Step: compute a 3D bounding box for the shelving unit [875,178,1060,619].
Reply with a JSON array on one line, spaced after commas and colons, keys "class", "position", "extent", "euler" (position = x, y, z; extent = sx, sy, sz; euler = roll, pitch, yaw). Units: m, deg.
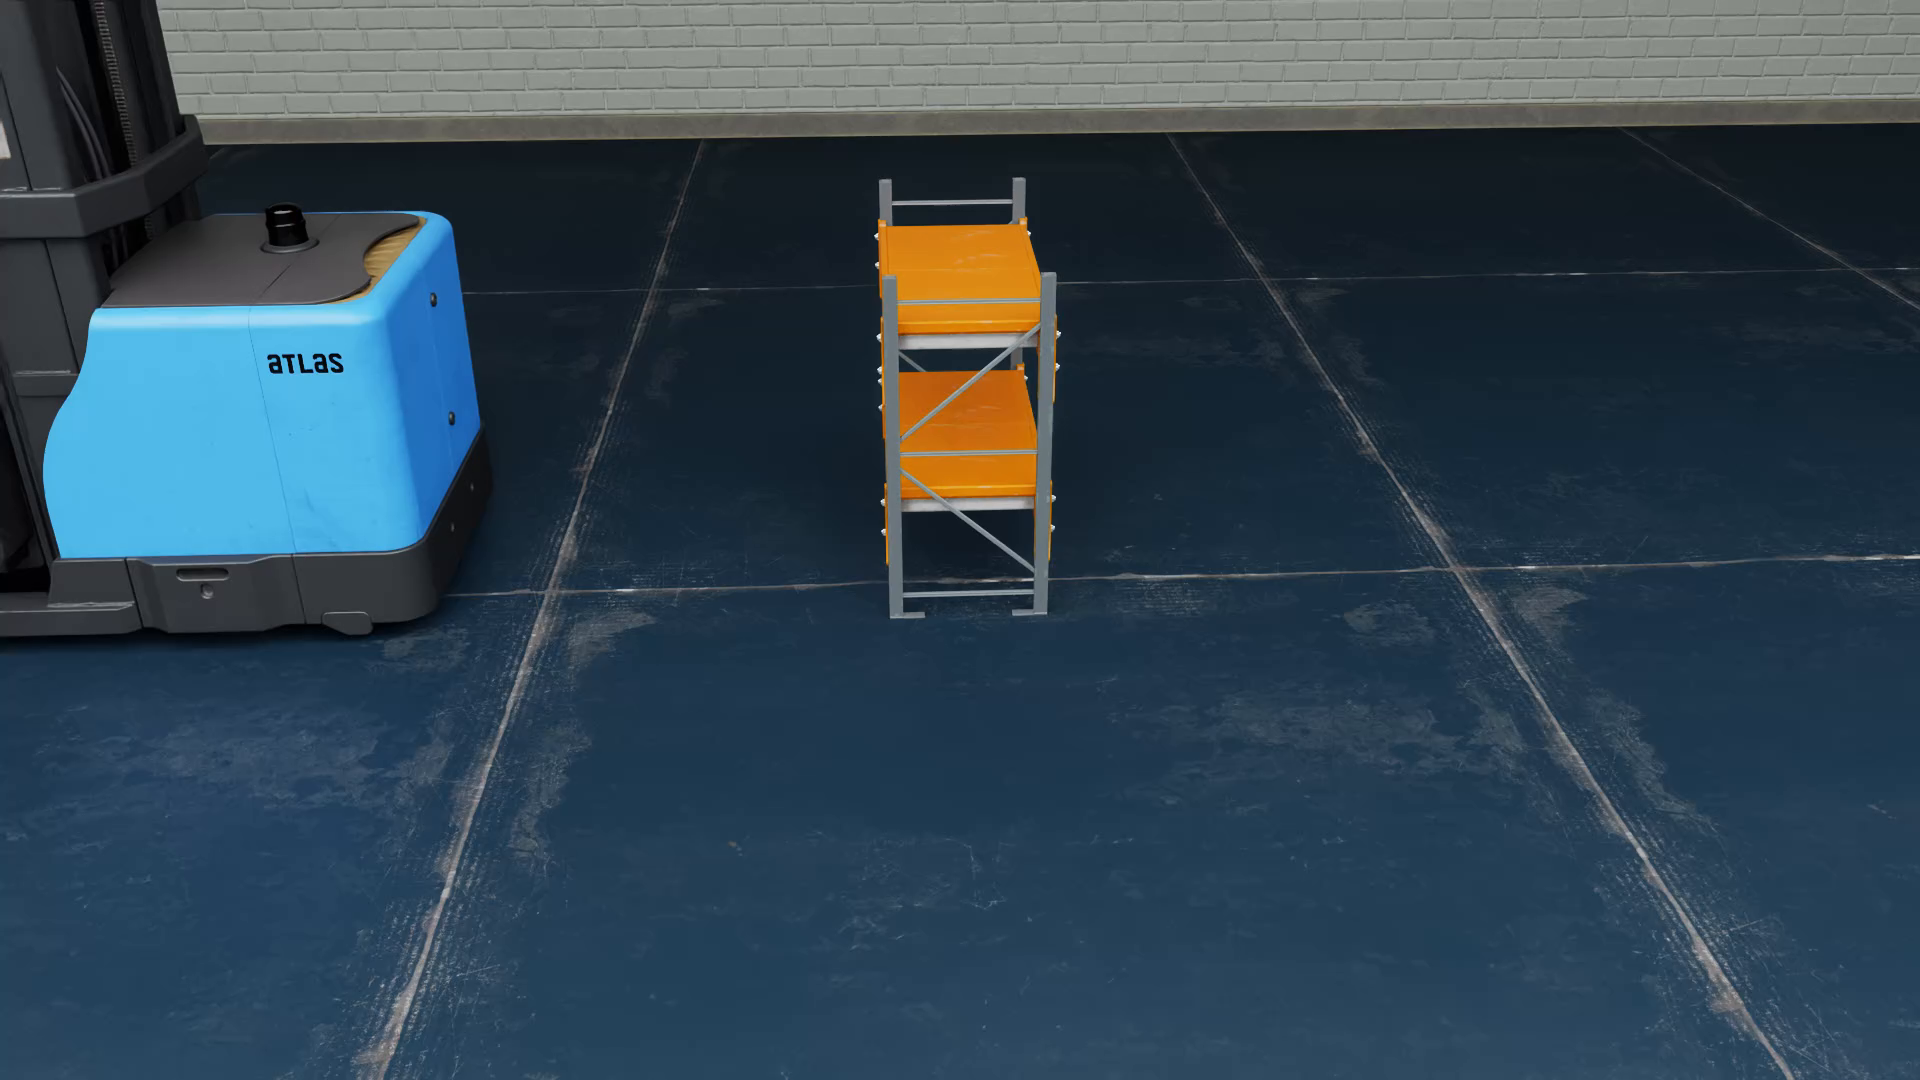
[{"class": "shelving unit", "position": [0.000, -0.496, 5.484], "extent": [0.538, 1.125, 1.048], "euler": [-1, 28, -3]}]

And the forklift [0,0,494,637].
[{"class": "forklift", "position": [-3.164, -1.195, 4.872], "extent": [3.031, 2.935, 1.130], "euler": [-1, 28, -2]}]

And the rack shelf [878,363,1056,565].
[{"class": "rack shelf", "position": [0.000, -0.279, 5.597], "extent": [0.538, 0.278, 1.000], "euler": [-1, 28, -3]}]

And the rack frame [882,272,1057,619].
[{"class": "rack frame", "position": [0.027, -0.261, 5.034], "extent": [0.500, 1.125, 0.032], "euler": [-1, 28, -3]}]

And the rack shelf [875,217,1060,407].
[{"class": "rack shelf", "position": [0.000, -0.755, 5.349], "extent": [0.538, 0.278, 1.000], "euler": [-1, 28, -3]}]

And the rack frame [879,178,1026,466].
[{"class": "rack frame", "position": [-0.026, -0.730, 5.934], "extent": [0.500, 1.125, 0.032], "euler": [-1, 28, -3]}]
